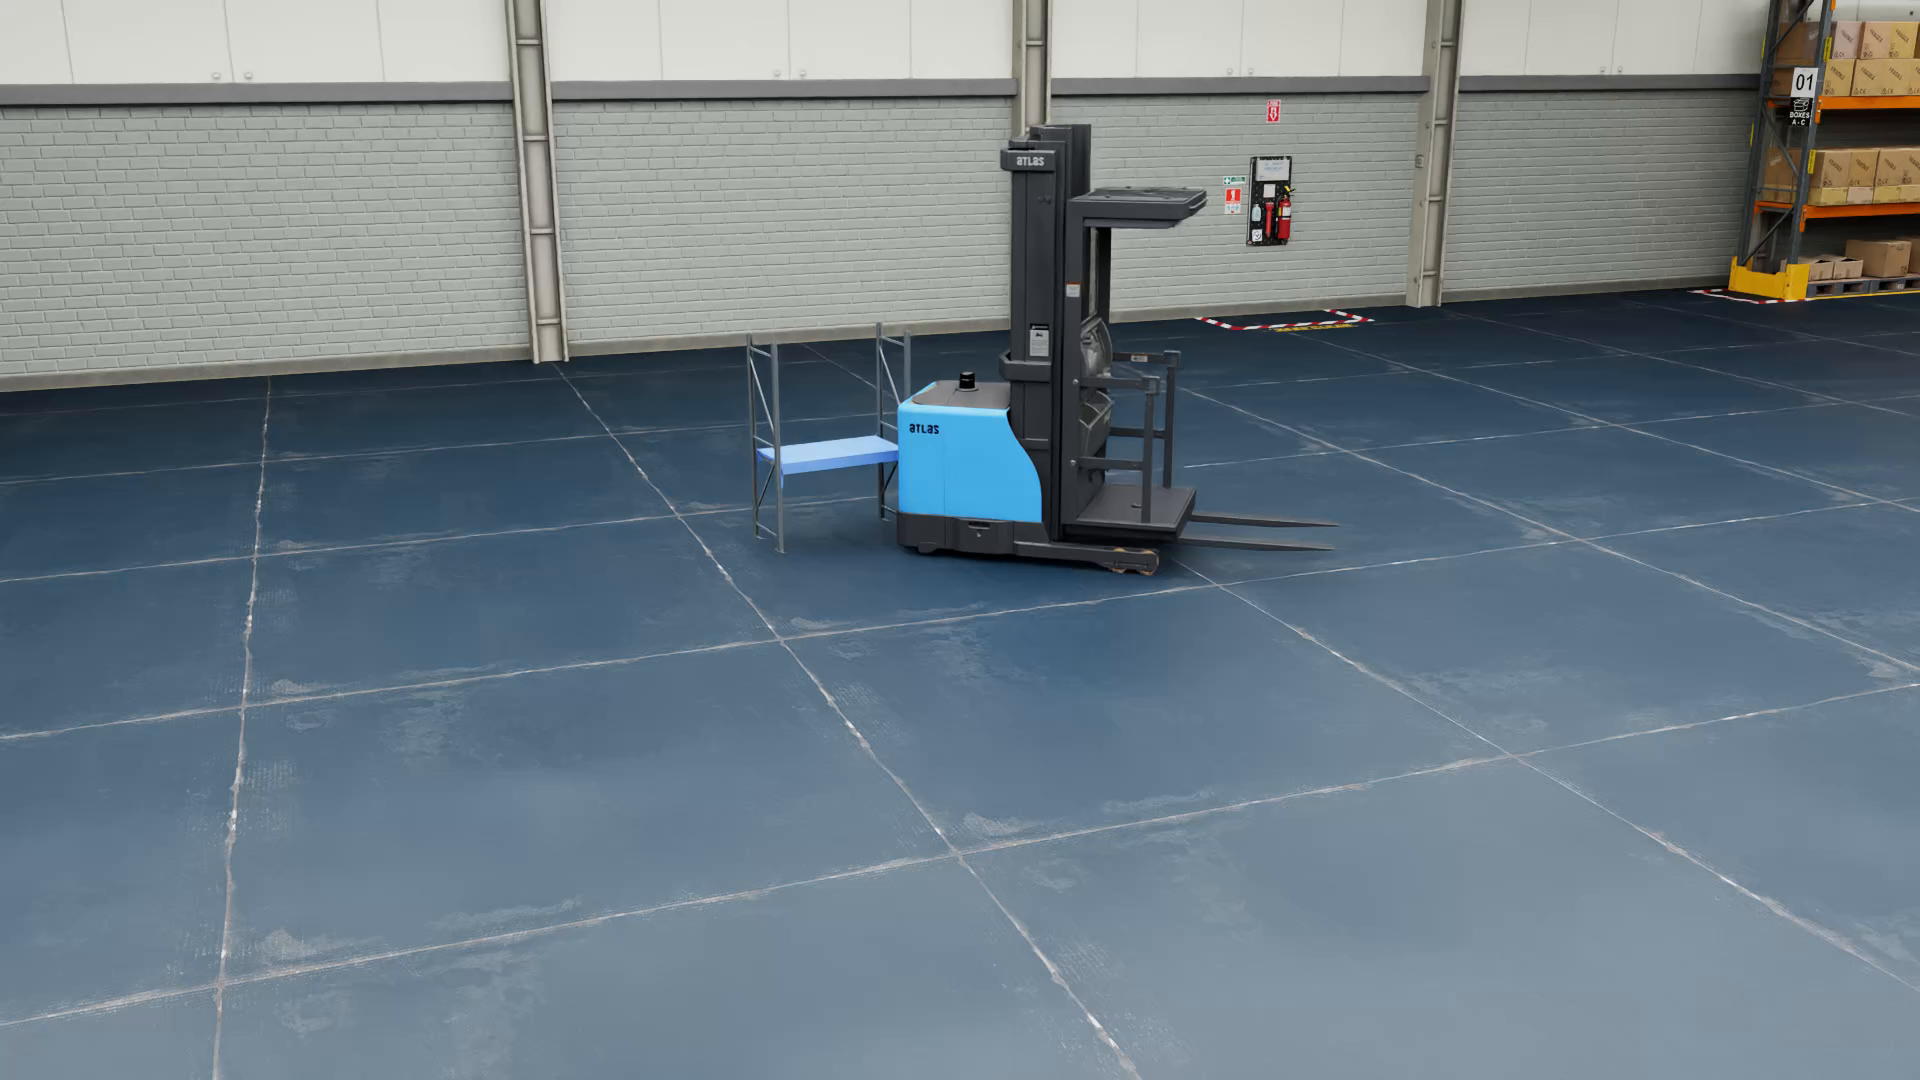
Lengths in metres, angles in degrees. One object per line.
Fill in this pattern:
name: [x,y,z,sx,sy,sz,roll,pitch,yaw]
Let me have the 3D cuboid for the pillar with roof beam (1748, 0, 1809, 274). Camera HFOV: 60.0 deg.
pillar with roof beam: [13.621,-7.076,20.223,0.400,9.000,9.100,-6,17,-20]

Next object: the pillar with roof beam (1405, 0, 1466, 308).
pillar with roof beam: [8.018,-6.471,18.163,0.400,9.000,9.100,-6,17,-20]

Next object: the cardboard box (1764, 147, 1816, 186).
cardboard box: [12.101,-5.433,24.175,0.500,0.500,0.500,-6,18,-21]

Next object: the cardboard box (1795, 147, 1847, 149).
cardboard box: [12.574,-5.481,24.339,0.500,0.500,0.500,-6,17,-19]

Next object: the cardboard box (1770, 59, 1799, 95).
cardboard box: [12.036,-6.637,23.840,0.500,0.500,0.500,-5,17,-16]

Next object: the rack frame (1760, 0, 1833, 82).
rack frame: [11.736,-7.910,23.065,0.127,3.000,1.000,-6,17,-20]

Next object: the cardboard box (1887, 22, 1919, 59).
cardboard box: [13.144,-7.075,23.557,0.500,0.500,0.500,-6,17,-19]

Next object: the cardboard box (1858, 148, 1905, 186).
cardboard box: [13.240,-5.396,24.050,0.500,0.500,0.500,-7,18,-22]

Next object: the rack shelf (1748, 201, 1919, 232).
rack shelf: [13.604,-4.888,24.698,4.000,0.370,1.077,-6,17,-20]

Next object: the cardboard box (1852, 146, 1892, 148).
cardboard box: [13.526,-5.585,24.693,0.500,0.500,0.500,-6,17,-19]

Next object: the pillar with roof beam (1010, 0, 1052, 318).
pillar with roof beam: [2.416,-5.866,16.103,0.400,9.000,9.100,-6,17,-20]

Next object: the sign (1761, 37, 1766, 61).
sign: [11.557,-7.044,23.867,0.005,0.325,0.100,-6,17,-20]

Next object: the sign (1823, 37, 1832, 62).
sign: [11.931,-6.748,22.878,0.005,0.325,0.100,-6,17,-20]

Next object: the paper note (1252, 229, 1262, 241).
paper note: [3.967,-4.064,22.176,0.142,0.148,0.016,-6,17,-20]

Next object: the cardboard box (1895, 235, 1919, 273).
cardboard box: [14.517,-4.332,25.181,0.500,0.500,0.500,-8,18,-24]

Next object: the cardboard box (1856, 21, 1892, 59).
cardboard box: [12.670,-7.021,23.371,0.500,0.500,0.500,-6,18,-21]

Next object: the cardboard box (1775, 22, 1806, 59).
cardboard box: [12.046,-7.121,23.712,0.500,0.500,0.500,-5,17,-18]

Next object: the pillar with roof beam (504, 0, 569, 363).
pillar with roof beam: [-3.187,-5.261,14.043,0.400,9.000,9.100,-6,17,-20]

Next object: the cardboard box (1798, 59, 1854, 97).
cardboard box: [12.138,-6.497,23.361,0.500,0.500,0.500,-6,17,-19]

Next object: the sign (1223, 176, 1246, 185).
sign: [3.611,-4.727,21.867,0.331,0.109,0.001,-6,17,-20]

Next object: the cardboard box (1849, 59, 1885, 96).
cardboard box: [12.652,-6.541,23.514,0.500,0.500,0.500,-5,17,-16]

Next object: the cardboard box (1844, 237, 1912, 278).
cardboard box: [13.650,-4.208,24.760,0.500,0.500,0.700,-7,18,-24]

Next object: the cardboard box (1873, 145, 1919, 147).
cardboard box: [14.006,-5.640,24.881,0.500,0.500,0.500,-6,17,-19]

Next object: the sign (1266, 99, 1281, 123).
sign: [4.113,-5.624,21.811,0.199,0.298,0.001,-6,17,-20]

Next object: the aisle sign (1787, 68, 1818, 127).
aisle sign: [11.777,-6.193,23.250,0.004,0.787,0.394,-6,17,-20]

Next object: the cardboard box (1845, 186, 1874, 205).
cardboard box: [12.786,-4.991,24.002,0.500,0.250,0.500,-7,18,-22]

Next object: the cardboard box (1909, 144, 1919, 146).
cardboard box: [14.474,-5.689,25.047,0.500,0.500,0.500,-6,17,-20]

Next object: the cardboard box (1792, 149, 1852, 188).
cardboard box: [12.290,-5.298,23.717,0.500,0.500,0.500,-6,17,-20]

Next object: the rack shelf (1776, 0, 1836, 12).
rack shelf: [13.604,-7.765,23.853,4.000,0.370,1.077,-6,17,-20]

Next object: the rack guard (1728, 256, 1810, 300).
rack guard: [11.807,-3.840,24.288,0.348,0.500,1.175,-6,17,-20]

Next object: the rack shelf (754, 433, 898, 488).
rack shelf: [-0.934,-0.582,12.055,1.000,0.185,0.538,-9,18,-27]

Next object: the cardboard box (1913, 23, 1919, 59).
cardboard box: [14.109,-7.176,23.902,0.500,0.500,0.500,-7,18,-22]

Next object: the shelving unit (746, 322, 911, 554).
shelving unit: [-0.934,-0.754,12.005,1.048,1.500,0.538,-9,18,-27]

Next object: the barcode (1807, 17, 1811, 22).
barcode: [12.221,-7.490,23.939,0.075,0.075,0.001,-6,17,-20]

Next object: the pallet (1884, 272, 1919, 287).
pallet: [14.857,-4.020,25.414,1.213,0.211,1.003,-6,17,-20]

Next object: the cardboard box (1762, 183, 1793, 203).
cardboard box: [12.104,-5.068,24.262,0.500,0.250,0.500,-6,17,-19]

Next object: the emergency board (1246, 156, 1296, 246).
emergency board: [4.157,-4.486,22.051,0.643,1.169,0.194,-6,17,-20]

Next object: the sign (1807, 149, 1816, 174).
sign: [11.931,-5.305,23.302,0.005,0.325,0.100,-6,17,-20]

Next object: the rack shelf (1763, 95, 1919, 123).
rack shelf: [13.604,-6.328,24.275,4.000,0.370,1.077,-6,17,-20]

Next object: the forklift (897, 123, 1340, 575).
forklift: [1.127,-1.334,11.439,3.031,2.935,1.130,4,17,15]

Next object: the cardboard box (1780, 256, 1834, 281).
cardboard box: [12.415,-3.999,24.384,0.500,0.311,0.500,-8,18,-26]

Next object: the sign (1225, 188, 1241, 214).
sign: [3.603,-4.475,21.949,0.234,0.329,0.001,-6,17,-20]

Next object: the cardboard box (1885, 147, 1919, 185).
cardboard box: [13.717,-5.451,24.238,0.500,0.500,0.500,-6,17,-18]

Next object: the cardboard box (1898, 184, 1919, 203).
cardboard box: [13.736,-5.091,24.343,0.500,0.250,0.500,-6,17,-20]

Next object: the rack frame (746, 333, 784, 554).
rack frame: [-1.381,-0.686,11.772,0.032,1.500,0.500,-9,18,-27]

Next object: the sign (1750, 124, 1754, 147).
sign: [11.557,-5.887,24.206,0.005,0.325,0.100,-6,17,-20]

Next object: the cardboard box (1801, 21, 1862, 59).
cardboard box: [12.183,-6.983,23.244,0.500,0.500,0.500,-8,18,-24]

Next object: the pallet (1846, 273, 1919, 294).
pallet: [13.716,-3.896,24.991,1.213,0.211,1.003,-6,17,-20]

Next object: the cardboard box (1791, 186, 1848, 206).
cardboard box: [12.306,-4.935,23.811,0.500,0.250,0.500,-7,18,-22]

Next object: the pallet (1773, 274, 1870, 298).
pallet: [12.579,-3.774,24.576,1.213,0.211,1.003,-6,17,-20]

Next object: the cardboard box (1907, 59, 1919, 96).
cardboard box: [13.629,-6.654,23.898,0.500,0.500,0.500,-5,17,-17]

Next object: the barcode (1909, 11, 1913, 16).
barcode: [14.020,-7.759,24.501,0.075,0.075,0.001,-6,17,-20]

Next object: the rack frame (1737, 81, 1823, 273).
rack frame: [11.736,-5.032,23.910,0.127,3.000,1.000,-6,17,-20]

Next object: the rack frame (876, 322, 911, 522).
rack frame: [-0.488,-0.823,12.237,0.032,1.500,0.500,-9,18,-27]

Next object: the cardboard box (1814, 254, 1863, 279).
cardboard box: [12.947,-4.056,24.579,0.500,0.311,0.500,-5,17,-15]

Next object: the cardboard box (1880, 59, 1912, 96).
cardboard box: [13.136,-6.595,23.695,0.500,0.500,0.500,-5,17,-18]

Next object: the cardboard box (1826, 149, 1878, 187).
cardboard box: [12.755,-5.346,23.878,0.500,0.500,0.500,-6,17,-20]

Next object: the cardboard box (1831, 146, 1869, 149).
cardboard box: [13.055,-5.534,24.520,0.500,0.500,0.500,-7,18,-22]

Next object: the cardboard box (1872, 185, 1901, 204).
cardboard box: [13.263,-5.041,24.172,0.500,0.250,0.500,-6,18,-21]
